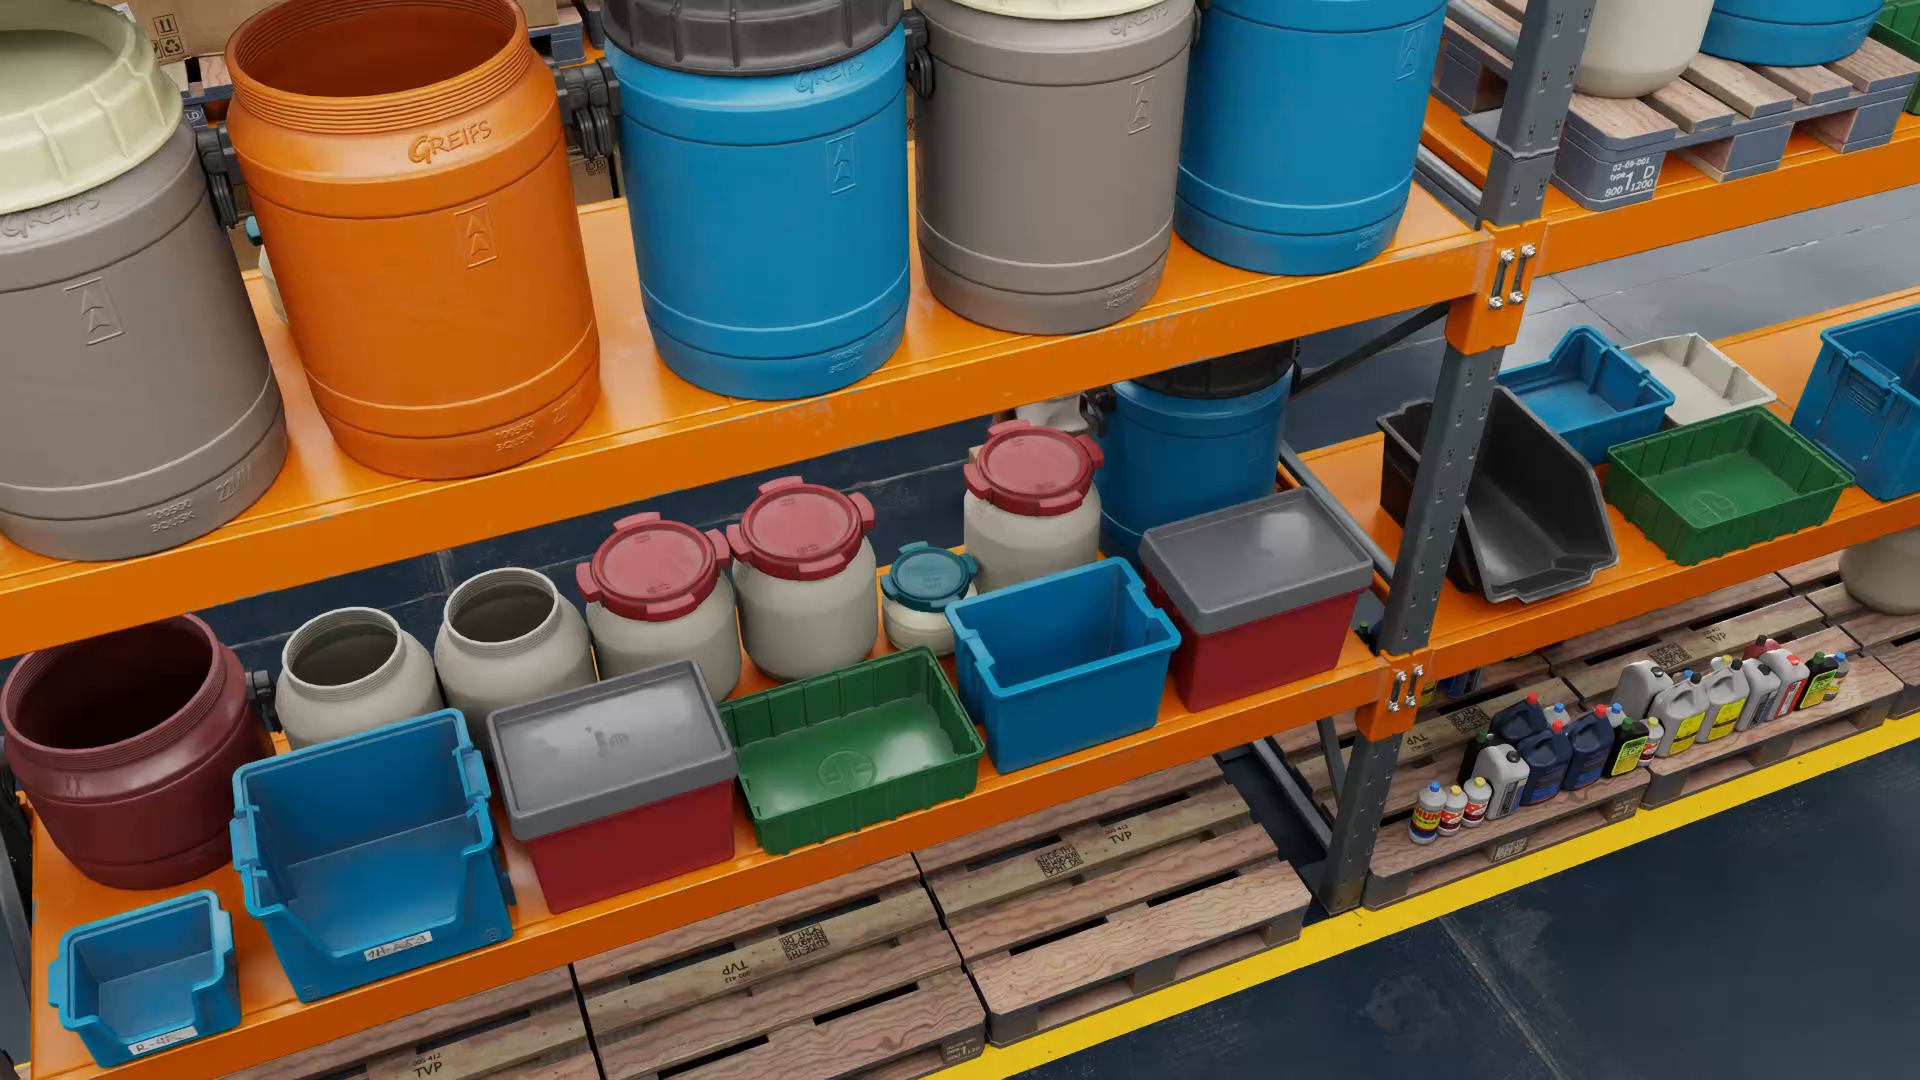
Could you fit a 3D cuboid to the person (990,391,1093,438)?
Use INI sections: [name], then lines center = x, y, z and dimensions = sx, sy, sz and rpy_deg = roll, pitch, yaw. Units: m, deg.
[person]
center = 0.369, -0.522, 6.758
dimensions = 0.530, 1.740, 0.391
rpy_deg = -14, 43, -16
